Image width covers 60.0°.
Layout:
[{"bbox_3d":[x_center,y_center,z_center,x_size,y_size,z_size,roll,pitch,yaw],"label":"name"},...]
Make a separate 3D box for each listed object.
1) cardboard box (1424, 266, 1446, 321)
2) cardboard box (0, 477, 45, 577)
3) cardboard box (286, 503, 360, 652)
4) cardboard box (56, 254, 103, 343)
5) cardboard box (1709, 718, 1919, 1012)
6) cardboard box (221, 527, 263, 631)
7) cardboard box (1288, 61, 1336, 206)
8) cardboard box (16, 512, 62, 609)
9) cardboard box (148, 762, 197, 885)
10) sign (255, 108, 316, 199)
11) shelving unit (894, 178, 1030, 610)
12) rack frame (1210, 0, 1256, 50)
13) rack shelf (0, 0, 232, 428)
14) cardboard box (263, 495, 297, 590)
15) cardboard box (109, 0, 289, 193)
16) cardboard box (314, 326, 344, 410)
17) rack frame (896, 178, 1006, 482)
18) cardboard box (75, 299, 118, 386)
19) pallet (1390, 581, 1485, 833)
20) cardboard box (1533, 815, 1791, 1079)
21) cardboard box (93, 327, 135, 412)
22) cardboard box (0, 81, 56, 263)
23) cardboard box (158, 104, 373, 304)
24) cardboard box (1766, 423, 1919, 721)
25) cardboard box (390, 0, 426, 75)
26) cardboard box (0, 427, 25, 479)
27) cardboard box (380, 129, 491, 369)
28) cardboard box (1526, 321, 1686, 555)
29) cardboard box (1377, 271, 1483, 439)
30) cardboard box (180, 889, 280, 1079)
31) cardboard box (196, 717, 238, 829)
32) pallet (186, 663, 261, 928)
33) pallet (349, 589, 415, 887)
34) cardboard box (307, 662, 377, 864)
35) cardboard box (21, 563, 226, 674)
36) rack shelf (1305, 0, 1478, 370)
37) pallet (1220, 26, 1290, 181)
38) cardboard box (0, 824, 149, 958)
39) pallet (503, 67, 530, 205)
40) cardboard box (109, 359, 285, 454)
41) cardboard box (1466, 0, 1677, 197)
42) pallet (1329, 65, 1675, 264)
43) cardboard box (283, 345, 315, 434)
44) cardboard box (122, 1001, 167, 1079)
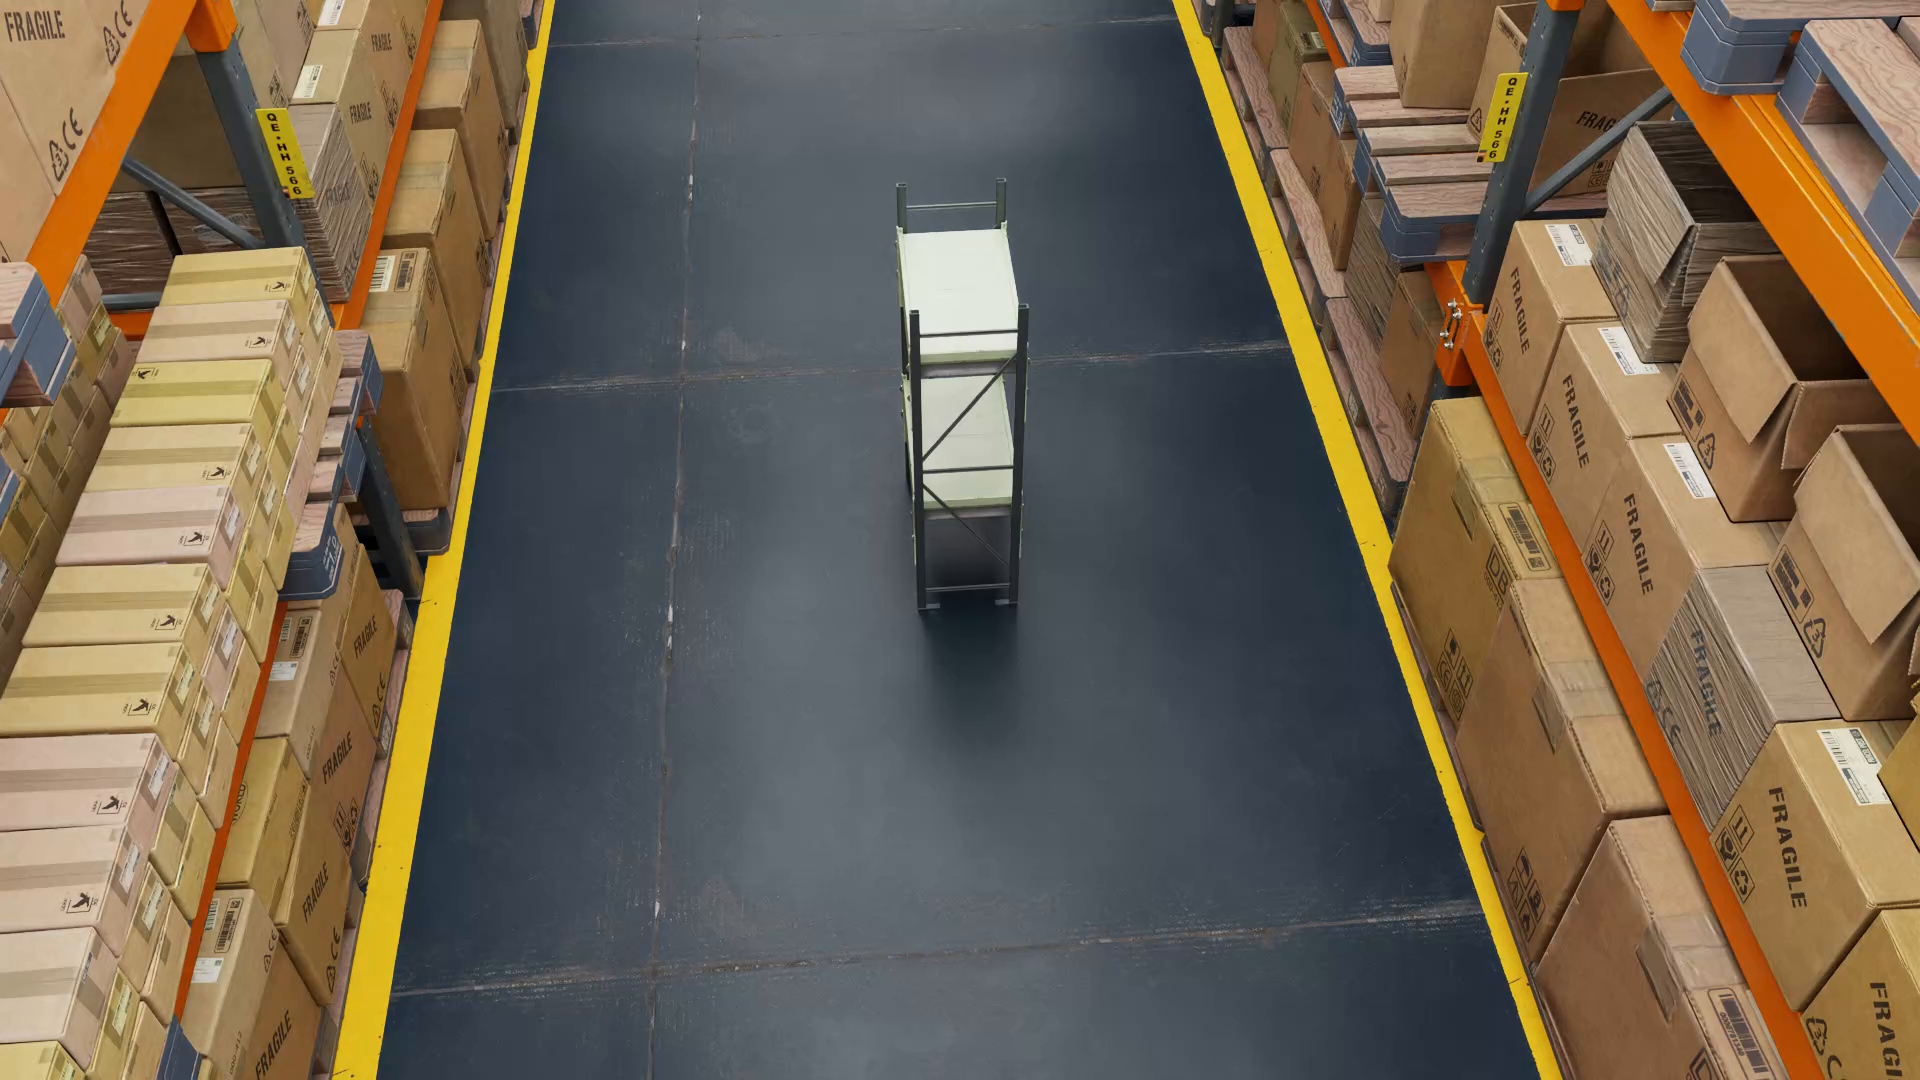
[{"bbox_3d":[2.204,-1.061,6.728,0.500,0.250,0.500,-2,47,-2],"label":"cardboard box"},{"bbox_3d":[-2.749,-0.027,4.525,0.380,0.149,0.250,-3,47,-3],"label":"cardboard box"},{"bbox_3d":[-2.342,0.136,5.608,0.500,0.250,0.500,-4,47,-4],"label":"cardboard box"},{"bbox_3d":[-2.815,-0.714,4.970,0.380,0.149,0.250,-3,47,-3],"label":"cardboard box"},{"bbox_3d":[2.229,0.773,4.019,0.500,0.500,0.500,-4,47,-4],"label":"cardboard box"},{"bbox_3d":[-2.078,0.114,4.392,0.380,0.149,0.250,-4,47,-4],"label":"cardboard box"},{"bbox_3d":[2.054,-2.018,8.150,0.700,0.500,0.500,-7,47,-7],"label":"cardboard box"},{"bbox_3d":[-2.755,0.062,4.645,0.380,0.149,0.250,-2,47,-1],"label":"cardboard box"},{"bbox_3d":[-2.015,0.672,3.863,0.380,0.149,0.250,-4,47,-4],"label":"cardboard box"},{"bbox_3d":[-2.121,-1.211,5.225,0.100,0.325,0.005,-3,47,-3],"label":"sign"},{"bbox_3d":[-0.001,-0.521,6.347,0.431,1.500,0.755,-3,47,-3],"label":"shelving unit"},{"bbox_3d":[1.955,-3.923,8.536,1.000,3.000,0.127,-3,47,-3],"label":"rack frame"},{"bbox_3d":[-2.493,-0.137,3.380,1.077,0.370,4.000,-3,47,-3],"label":"rack shelf"},{"bbox_3d":[-2.103,0.017,4.688,0.380,0.149,0.250,-4,47,-4],"label":"cardboard box"},{"bbox_3d":[-2.688,-1.504,5.487,0.700,0.500,0.500,-4,47,-4],"label":"cardboard box"},{"bbox_3d":[-2.161,-0.529,5.206,0.380,0.149,0.250,-3,47,-3],"label":"cardboard box"},{"bbox_3d":[-0.031,-0.785,6.597,0.400,1.500,0.023,-3,47,-3],"label":"rack frame"},{"bbox_3d":[-2.820,-0.599,5.067,0.380,0.149,0.250,-2,47,-2],"label":"cardboard box"},{"bbox_3d":[2.281,0.505,6.263,1.003,0.211,1.213,-3,47,-3],"label":"pallet"},{"bbox_3d":[2.476,1.343,4.722,1.225,0.875,0.875,-5,47,-5],"label":"cardboard box"},{"bbox_3d":[-2.824,-0.522,5.199,0.380,0.149,0.250,-4,47,-4],"label":"cardboard box"},{"bbox_3d":[-2.267,-0.745,3.392,0.500,0.500,0.500,-3,47,-3],"label":"cardboard box"},{"bbox_3d":[-2.429,-1.176,5.865,0.500,0.500,0.500,-3,47,-3],"label":"cardboard box"},{"bbox_3d":[2.450,0.079,3.986,0.797,0.503,0.637,-2,47,-2],"label":"cardboard box"},{"bbox_3d":[-2.556,-2.269,6.901,0.500,0.500,0.500,-4,47,-4],"label":"cardboard box"},{"bbox_3d":[-2.752,-0.153,4.440,0.380,0.149,0.250,-5,47,-5],"label":"cardboard box"},{"bbox_3d":[-2.699,-1.249,7.264,1.050,0.750,0.750,-3,47,-3],"label":"cardboard box"},{"bbox_3d":[2.105,-0.322,5.056,0.500,0.500,0.500,-5,47,-4],"label":"cardboard box"},{"bbox_3d":[2.214,-0.804,7.001,0.700,0.500,0.500,-6,47,-5],"label":"cardboard box"},{"bbox_3d":[-2.210,1.246,4.556,0.500,0.250,0.500,-2,47,-2],"label":"cardboard box"},{"bbox_3d":[-2.033,0.596,4.140,0.380,0.149,0.250,-5,47,-5],"label":"cardboard box"},{"bbox_3d":[-2.454,0.695,4.294,1.003,0.211,1.213,-3,47,-3],"label":"pallet"},{"bbox_3d":[-2.597,0.724,6.055,1.003,0.211,1.213,-3,47,-3],"label":"pallet"},{"bbox_3d":[-2.305,0.751,5.542,0.500,0.500,0.500,-2,47,-2],"label":"cardboard box"},{"bbox_3d":[-2.057,0.200,4.106,0.380,0.149,0.250,-1,47,-1],"label":"cardboard box"},{"bbox_3d":[2.123,-2.228,7.426,1.077,0.370,4.000,-3,47,-3],"label":"rack shelf"},{"bbox_3d":[2.022,-2.401,9.015,1.003,0.211,1.213,-3,47,-3],"label":"pallet"},{"bbox_3d":[-1.989,0.765,3.570,0.380,0.149,0.250,-4,47,-4],"label":"cardboard box"},{"bbox_3d":[-2.856,-2.182,8.807,1.003,0.211,1.213,-3,47,-3],"label":"pallet"},{"bbox_3d":[-2.122,-0.365,4.640,0.380,0.149,0.250,-2,47,-2],"label":"cardboard box"},{"bbox_3d":[2.205,-1.596,5.974,0.500,0.500,0.500,-9,47,-8],"label":"cardboard box"},{"bbox_3d":[2.124,-1.472,6.347,1.213,0.211,1.003,-3,47,-3],"label":"pallet"},{"bbox_3d":[-2.142,-0.438,4.914,0.380,0.149,0.250,-2,47,-2],"label":"cardboard box"},{"bbox_3d":[-1.967,1.160,3.606,0.380,0.149,0.250,-3,47,-3],"label":"cardboard box"}]
